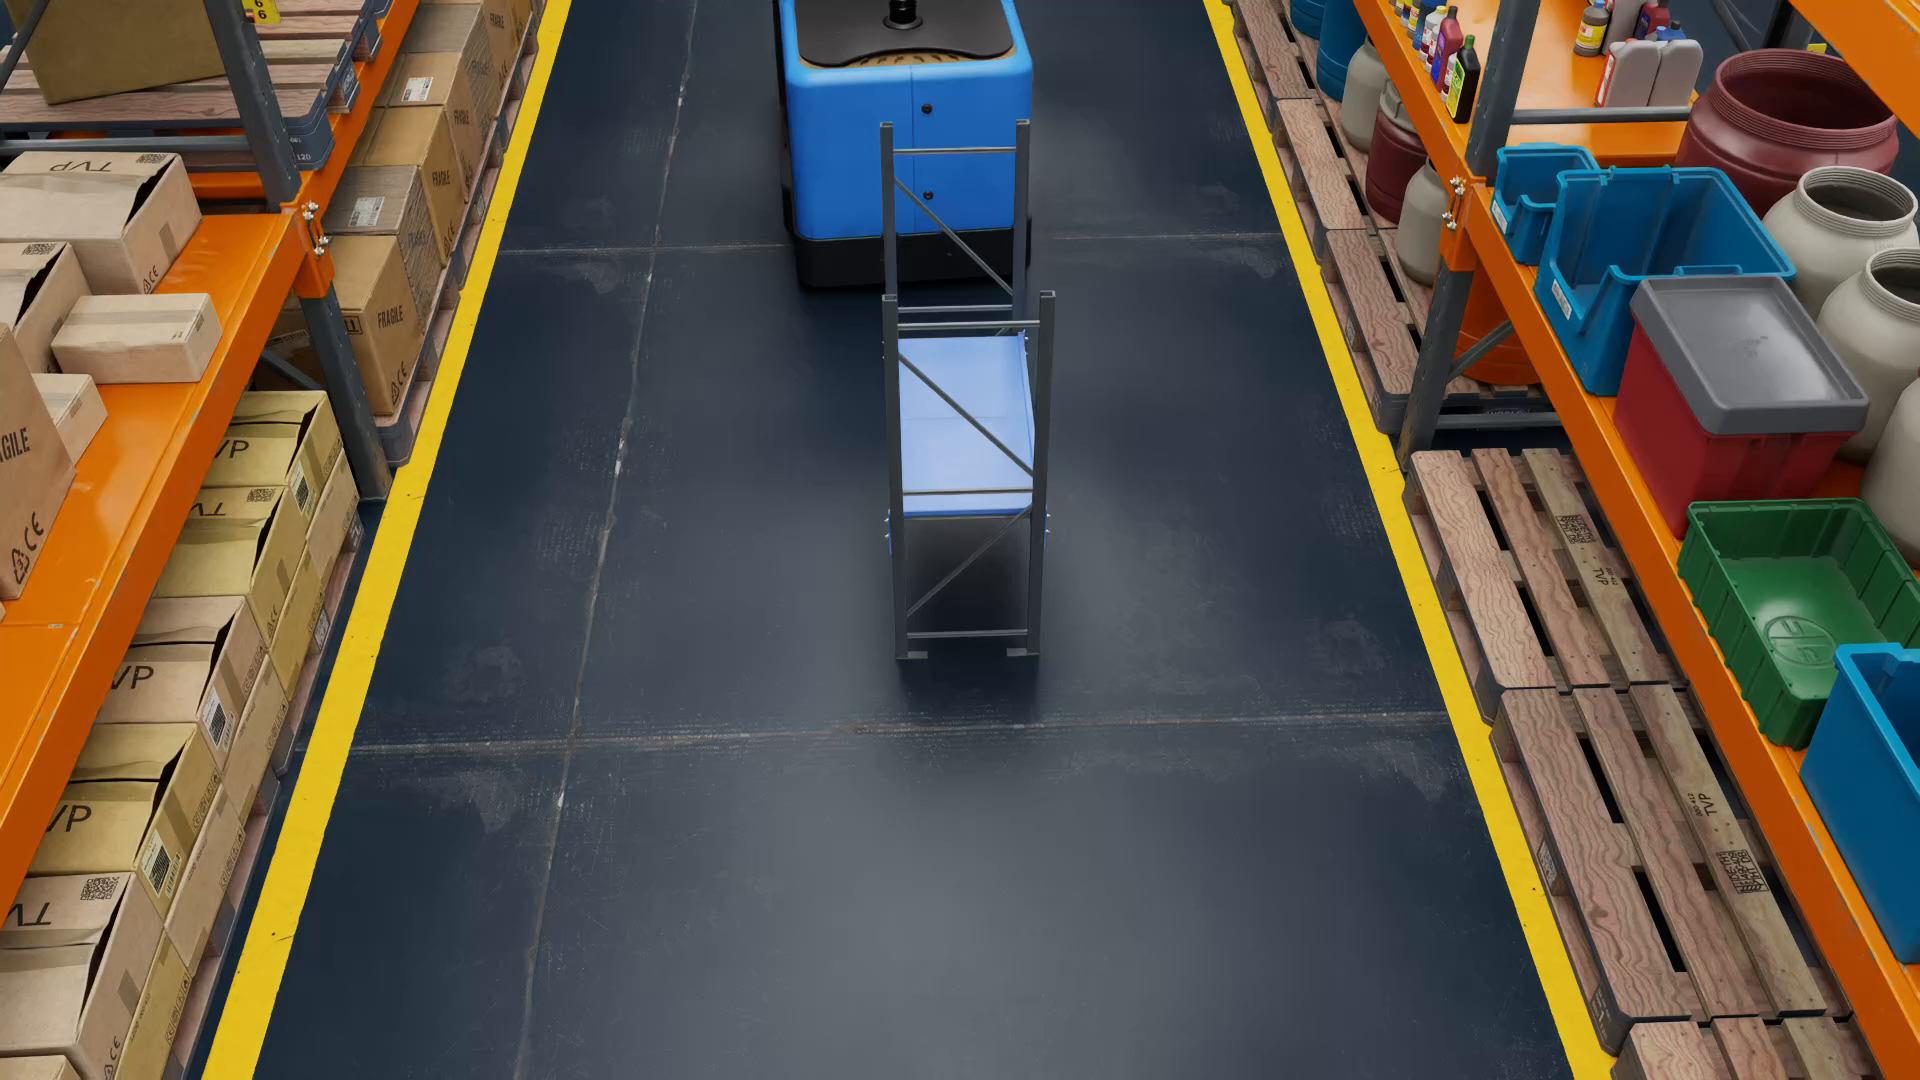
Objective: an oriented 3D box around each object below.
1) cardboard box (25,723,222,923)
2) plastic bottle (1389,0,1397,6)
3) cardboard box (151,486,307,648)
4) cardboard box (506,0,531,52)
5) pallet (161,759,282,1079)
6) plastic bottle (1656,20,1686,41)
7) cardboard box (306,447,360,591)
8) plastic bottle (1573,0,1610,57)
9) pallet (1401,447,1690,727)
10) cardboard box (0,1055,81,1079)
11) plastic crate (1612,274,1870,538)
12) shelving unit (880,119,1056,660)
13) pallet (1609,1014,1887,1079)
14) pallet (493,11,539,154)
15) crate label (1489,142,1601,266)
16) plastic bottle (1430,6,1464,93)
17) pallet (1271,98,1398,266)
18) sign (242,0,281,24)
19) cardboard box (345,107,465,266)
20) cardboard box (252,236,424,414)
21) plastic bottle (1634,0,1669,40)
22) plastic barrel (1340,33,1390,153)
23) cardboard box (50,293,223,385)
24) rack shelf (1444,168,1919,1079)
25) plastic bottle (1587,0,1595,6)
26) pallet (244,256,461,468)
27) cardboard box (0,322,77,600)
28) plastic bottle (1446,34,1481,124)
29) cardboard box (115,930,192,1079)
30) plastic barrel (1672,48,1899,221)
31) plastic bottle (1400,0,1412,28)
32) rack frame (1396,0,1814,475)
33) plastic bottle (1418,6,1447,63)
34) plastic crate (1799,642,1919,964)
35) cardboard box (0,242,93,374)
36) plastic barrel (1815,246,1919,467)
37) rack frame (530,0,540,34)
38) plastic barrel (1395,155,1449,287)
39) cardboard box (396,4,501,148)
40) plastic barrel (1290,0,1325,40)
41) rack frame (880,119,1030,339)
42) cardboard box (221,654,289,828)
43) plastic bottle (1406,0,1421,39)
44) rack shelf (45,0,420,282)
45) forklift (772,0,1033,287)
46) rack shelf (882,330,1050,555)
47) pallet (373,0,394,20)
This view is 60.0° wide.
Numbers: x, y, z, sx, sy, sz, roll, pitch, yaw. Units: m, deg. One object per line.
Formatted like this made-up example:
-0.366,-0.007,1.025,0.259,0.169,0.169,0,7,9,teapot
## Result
-2.378,0.748,4.523,0.500,0.311,0.500,-1,43,-1,cardboard box
1.772,-2.236,6.616,0.097,0.201,0.097,0,43,0,plastic bottle
-2.416,0.069,5.264,0.500,0.311,0.500,-2,43,-2,cardboard box
-2.575,-2.896,8.714,0.500,0.500,0.500,-2,43,-2,cardboard box
-2.668,1.126,4.865,1.003,0.211,1.213,-2,43,-2,pallet
2.564,-1.753,6.037,0.097,0.271,0.097,0,43,0,plastic bottle
-2.446,-0.073,5.834,0.500,0.250,0.500,-1,43,-1,cardboard box
2.398,-1.944,6.298,0.097,0.201,0.097,0,43,0,plastic bottle
2.231,0.132,5.949,1.003,0.211,1.213,-2,43,-2,pallet
-2.327,1.448,3.759,0.500,0.311,0.500,-2,43,-2,cardboard box
1.999,-0.344,4.358,0.402,0.464,0.583,-2,43,-2,plastic crate
0.004,-0.495,5.680,0.538,1.500,1.048,-2,43,-2,shelving unit
2.334,1.780,4.152,1.003,0.211,1.213,-2,43,-2,pallet
-2.810,-2.404,8.717,1.003,0.211,1.213,-2,43,-2,pallet
1.880,-1.063,5.313,0.303,0.233,0.416,-2,43,-2,crate label
1.783,-1.793,6.073,0.061,0.283,0.133,-2,43,-2,plastic bottle
2.113,-1.744,7.997,1.003,0.211,1.213,-2,43,-2,pallet
-2.158,-1.725,5.055,0.100,0.325,0.005,-2,43,-2,sign
-2.490,-1.528,7.222,0.500,0.500,0.500,-2,43,-2,cardboard box
-2.446,-0.836,6.467,0.500,0.500,0.500,0,43,0,cardboard box
2.573,-1.901,6.191,0.061,0.283,0.133,-2,43,-2,plastic bottle
2.038,-2.128,7.882,0.421,0.512,0.421,0,43,0,plastic barrel
-2.398,-0.588,4.858,0.380,0.149,0.250,-2,43,-2,cardboard box
2.321,0.196,4.349,1.077,0.370,4.000,-2,43,-2,rack shelf
2.552,-2.238,6.558,0.061,0.283,0.133,-2,43,-2,plastic bottle
-2.706,-0.757,6.920,1.003,0.211,1.213,-2,43,-2,pallet
-2.625,-0.185,4.157,0.500,0.500,0.500,-4,43,-4,cardboard box
1.793,-1.638,5.903,0.061,0.283,0.133,-2,43,-2,plastic bottle
-2.357,1.305,4.331,0.500,0.250,0.500,-3,43,-3,cardboard box
2.559,-1.165,5.201,0.600,0.536,0.708,-2,43,-2,plastic barrel
1.780,-2.130,6.449,0.097,0.271,0.097,0,43,0,plastic bottle
2.237,-1.420,5.579,1.000,3.000,0.127,-2,43,-2,rack frame
1.793,-1.907,6.258,0.097,0.201,0.097,0,43,0,plastic bottle
2.049,0.551,3.441,0.392,0.384,0.575,-2,43,-2,plastic crate
-2.868,-0.638,4.792,0.500,0.311,0.500,-2,43,-2,cardboard box
2.512,-0.488,4.480,0.421,0.512,0.421,0,43,0,plastic barrel
-2.882,-3.980,8.373,1.000,3.000,0.127,-2,43,-2,rack frame
2.085,-1.366,7.050,0.421,0.512,0.421,0,43,0,plastic barrel
-2.542,-2.224,7.980,0.500,0.500,0.500,-1,43,-1,cardboard box
2.073,-3.134,8.691,0.600,0.901,0.708,-2,43,-2,plastic barrel
-0.018,-0.838,6.055,0.500,1.500,0.032,-2,43,-2,rack frame
-2.403,0.614,5.084,0.500,0.250,0.500,-1,43,-1,cardboard box
1.784,-2.039,6.401,0.097,0.201,0.097,0,43,0,plastic bottle
-2.797,-2.365,7.143,1.077,0.370,4.000,-2,43,-2,rack shelf
-0.371,-3.196,7.567,1.130,2.935,3.031,-5,43,-5,forklift
0.004,-0.363,5.802,0.538,0.185,1.000,-2,43,-2,rack shelf
-2.800,-2.522,6.924,1.003,0.211,1.213,-2,43,-2,pallet
